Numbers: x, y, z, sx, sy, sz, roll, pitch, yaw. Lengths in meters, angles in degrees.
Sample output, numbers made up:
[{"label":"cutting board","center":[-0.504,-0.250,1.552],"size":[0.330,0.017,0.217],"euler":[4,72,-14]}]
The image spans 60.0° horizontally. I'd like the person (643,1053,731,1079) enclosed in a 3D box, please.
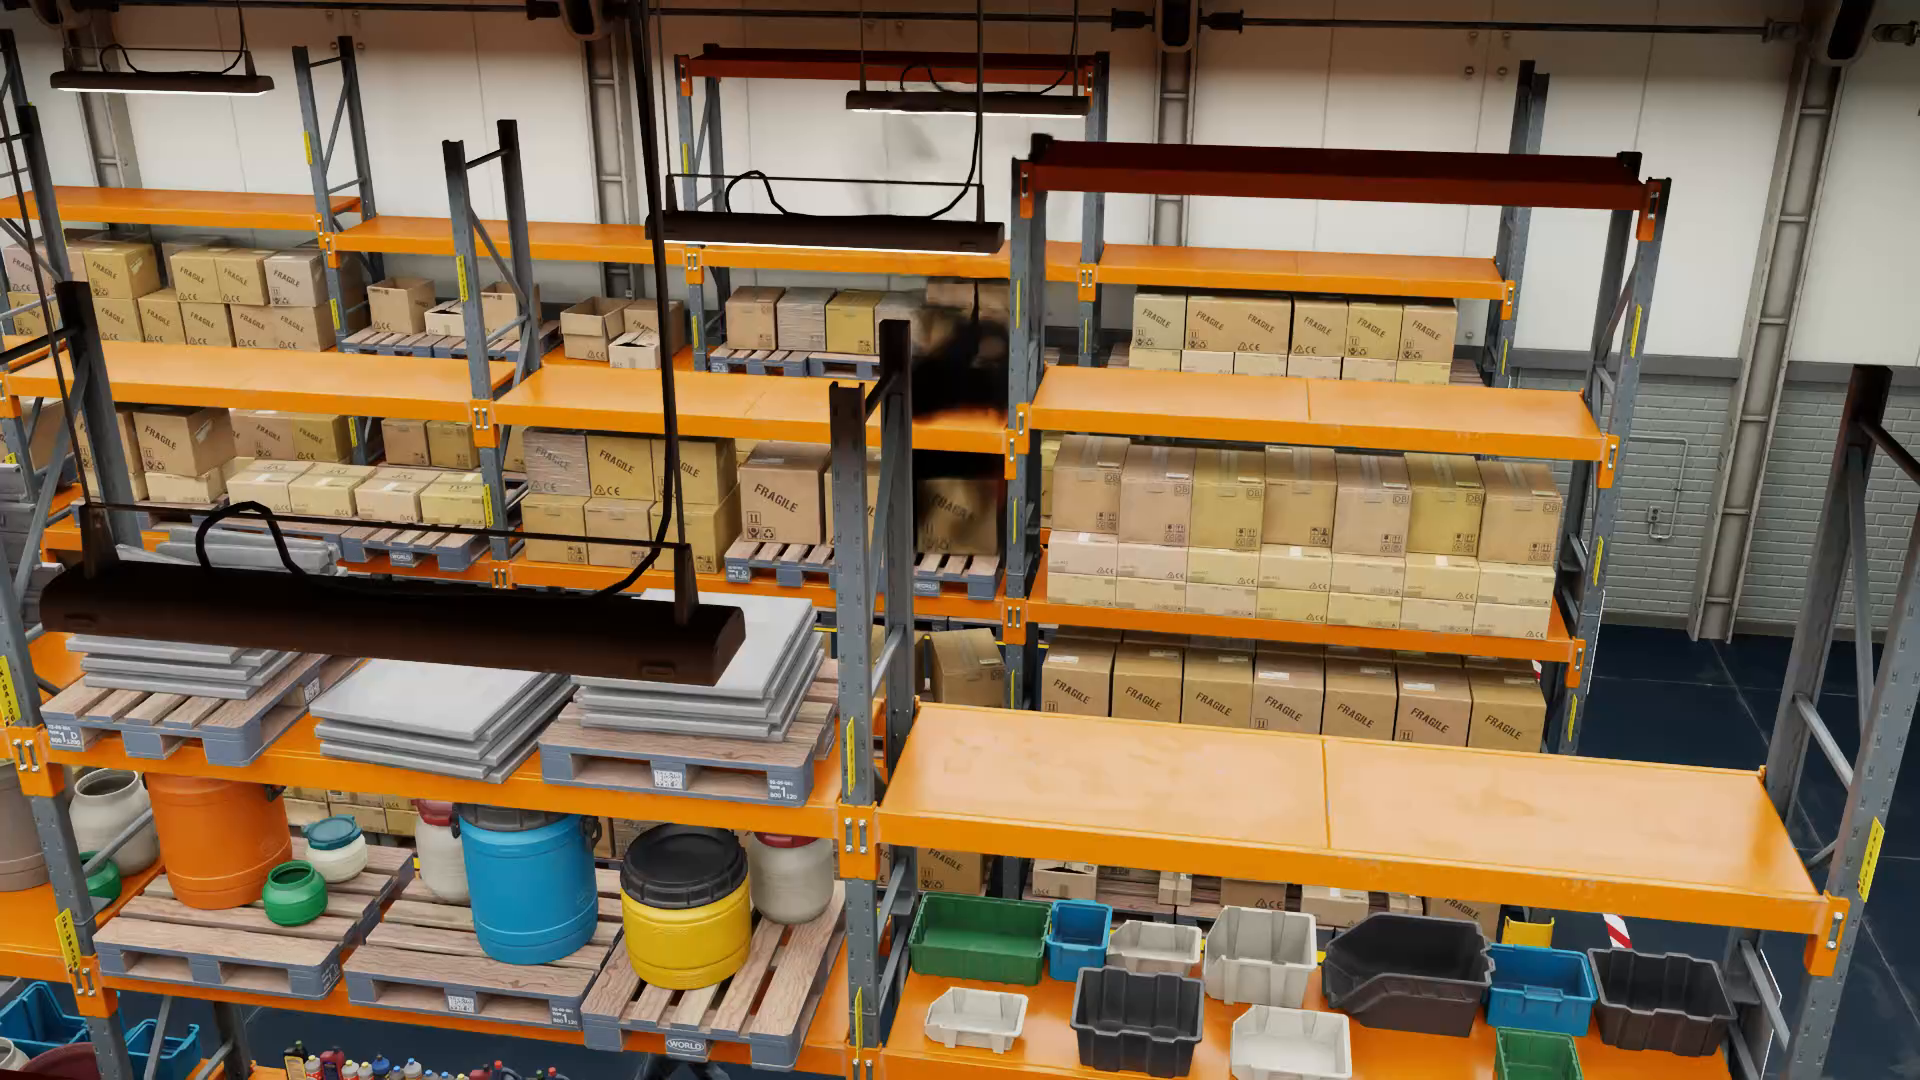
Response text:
[{"label":"person","center":[-1.751,3.160,10.674],"size":[0.770,1.839,0.702],"euler":[6,24,13]}]
